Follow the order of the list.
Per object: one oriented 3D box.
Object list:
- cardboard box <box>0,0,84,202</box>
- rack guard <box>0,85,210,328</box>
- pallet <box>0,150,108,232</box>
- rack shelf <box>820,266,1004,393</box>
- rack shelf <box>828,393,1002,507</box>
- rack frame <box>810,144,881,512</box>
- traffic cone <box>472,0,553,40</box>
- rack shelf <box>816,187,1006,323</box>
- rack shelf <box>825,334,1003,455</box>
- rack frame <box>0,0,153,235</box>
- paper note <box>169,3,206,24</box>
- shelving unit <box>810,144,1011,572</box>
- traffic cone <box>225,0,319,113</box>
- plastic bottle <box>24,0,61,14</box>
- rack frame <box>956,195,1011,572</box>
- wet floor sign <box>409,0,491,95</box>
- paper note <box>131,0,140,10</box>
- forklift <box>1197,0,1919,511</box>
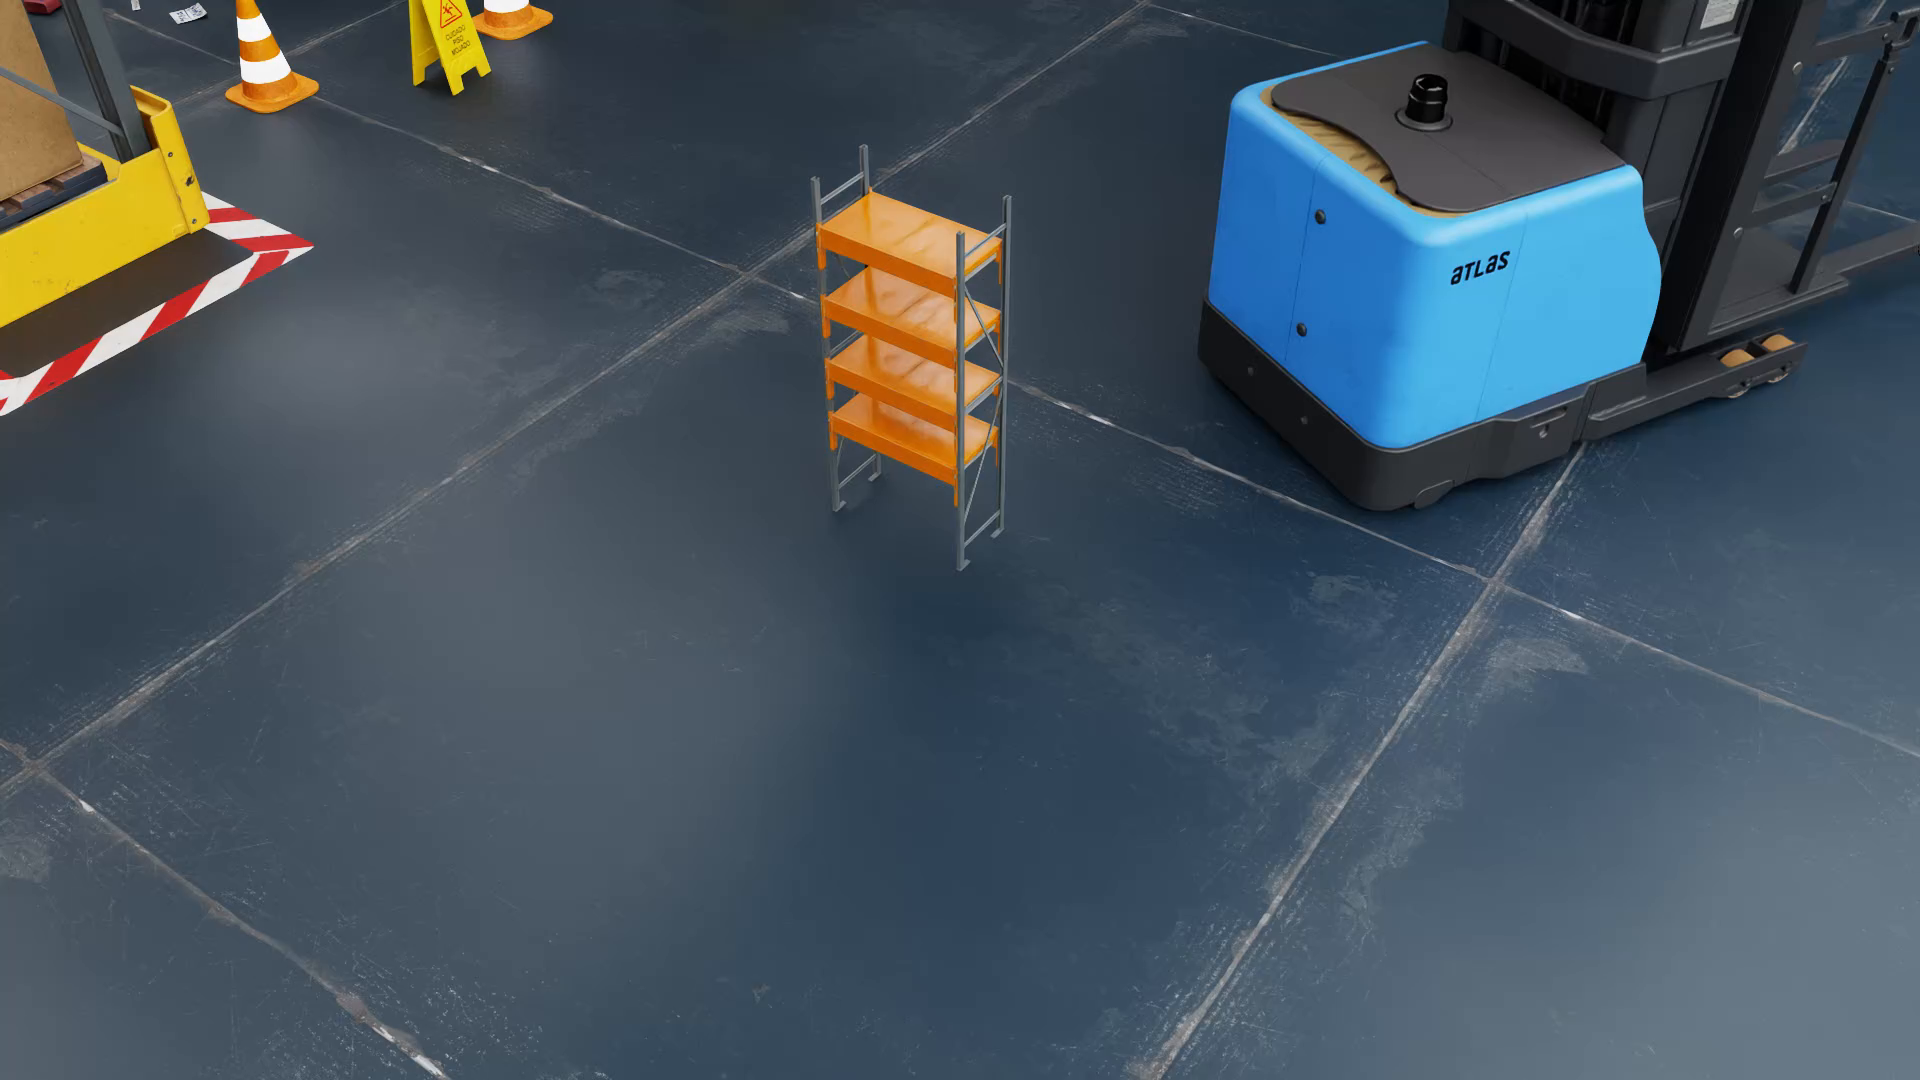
[{"bbox_3d":[-4.076,-1.749,6.233,0.875,0.875,0.875,25,48,26],"label":"cardboard box"},{"bbox_3d":[-3.463,-1.220,6.238,0.348,0.500,1.175,25,48,25],"label":"rack guard"},{"bbox_3d":[-4.183,-1.385,6.639,1.213,0.211,1.003,25,48,25],"label":"pallet"},{"bbox_3d":[-0.136,-0.627,4.816,0.480,0.148,0.258,25,48,25],"label":"rack shelf"},{"bbox_3d":[-0.136,-0.312,5.098,0.480,0.148,0.258,25,48,25],"label":"rack shelf"},{"bbox_3d":[-0.335,-0.604,5.025,0.015,1.200,0.240,25,48,25],"label":"rack frame"},{"bbox_3d":[-2.175,-2.680,7.898,0.334,0.463,0.336,25,48,25],"label":"traffic cone"},{"bbox_3d":[-0.136,-0.803,4.659,0.480,0.148,0.258,25,48,25],"label":"rack shelf"},{"bbox_3d":[-0.136,-0.460,4.966,0.480,0.148,0.258,25,48,25],"label":"rack shelf"},{"bbox_3d":[-3.483,-2.160,5.415,0.127,3.000,1.000,25,48,25],"label":"rack frame"},{"bbox_3d":[-3.758,-2.565,8.095,0.144,0.017,0.142,-25,48,-25],"label":"paper note"},{"bbox_3d":[-0.136,-0.511,4.921,0.503,1.200,0.258,25,48,25],"label":"shelving unit"},{"bbox_3d":[-3.102,-2.194,7.355,0.334,0.463,0.336,25,48,25],"label":"traffic cone"},{"bbox_3d":[-4.467,-2.684,8.204,0.133,0.061,0.283,10,43,11],"label":"plastic bottle"},{"bbox_3d":[0.064,-0.417,4.816,0.015,1.200,0.240,25,48,25],"label":"rack frame"},{"bbox_3d":[-2.322,-2.353,7.396,0.232,0.644,0.267,17,45,18],"label":"wet floor sign"},{"bbox_3d":[-4.060,-2.636,8.188,0.032,0.001,0.123,-17,45,-18],"label":"paper note"},{"bbox_3d":[2.386,-1.882,5.155,3.031,2.935,1.130,-19,45,-20],"label":"forklift"}]
